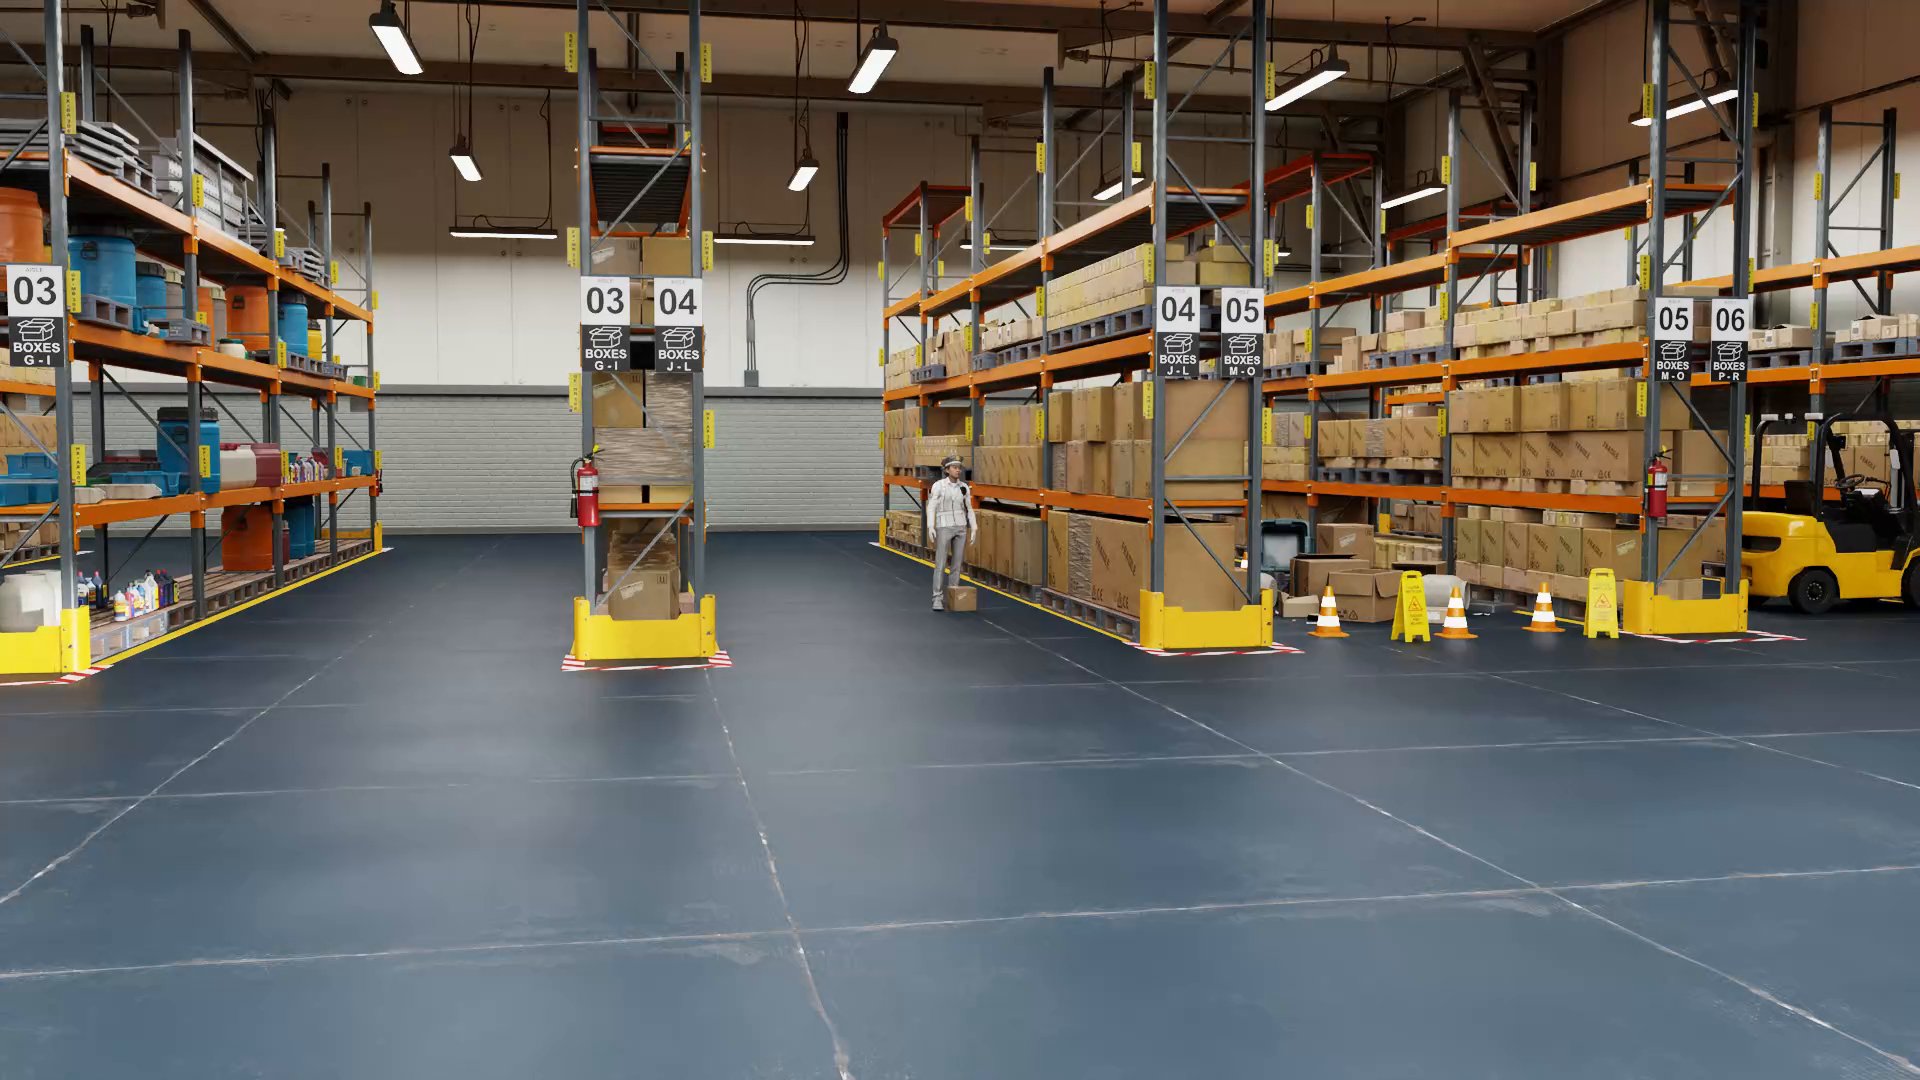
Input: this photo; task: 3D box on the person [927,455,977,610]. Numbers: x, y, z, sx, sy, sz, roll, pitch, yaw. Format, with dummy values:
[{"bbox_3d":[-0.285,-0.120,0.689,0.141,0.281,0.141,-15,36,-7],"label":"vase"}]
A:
[{"bbox_3d":[-0.072,-0.095,18.409,0.587,1.694,0.529,-1,3,-18],"label":"person"}]
